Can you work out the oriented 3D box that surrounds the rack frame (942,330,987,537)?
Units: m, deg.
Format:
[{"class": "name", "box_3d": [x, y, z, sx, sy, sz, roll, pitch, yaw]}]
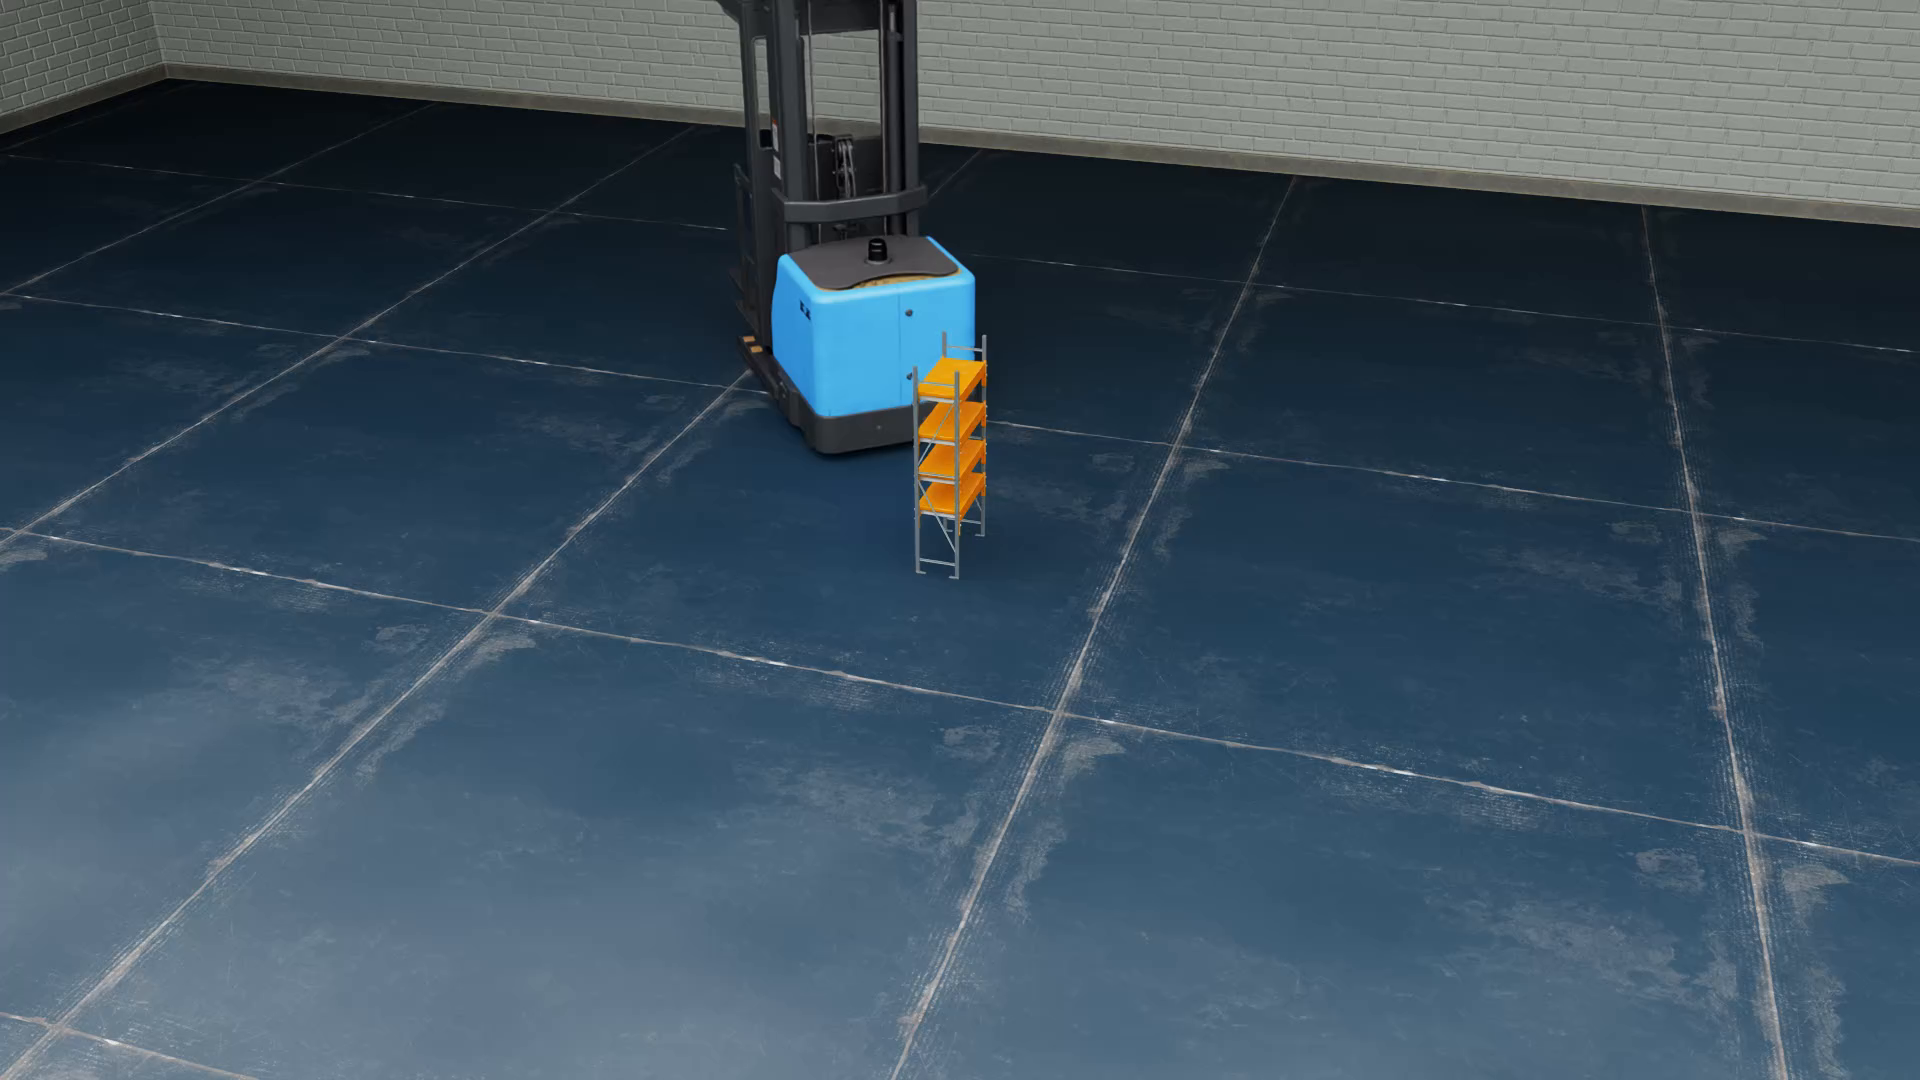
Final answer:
[{"class": "rack frame", "box_3d": [0.023, -0.561, 9.024, 0.240, 1.200, 0.015, 8, 30, 15]}]

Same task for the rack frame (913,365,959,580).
[{"class": "rack frame", "box_3d": [-0.120, -0.334, 8.616, 0.240, 1.200, 0.015, 8, 30, 15]}]

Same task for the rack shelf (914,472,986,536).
[{"class": "rack shelf", "box_3d": [-0.049, -0.215, 8.949, 0.258, 0.148, 0.480, 8, 30, 15]}]

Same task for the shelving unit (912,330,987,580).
[{"class": "shelving unit", "box_3d": [-0.049, -0.447, 8.820, 0.258, 1.200, 0.503, 8, 30, 15]}]

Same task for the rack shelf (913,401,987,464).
[{"class": "rack shelf", "box_3d": [-0.049, -0.584, 8.744, 0.258, 0.148, 0.480, 8, 30, 15]}]

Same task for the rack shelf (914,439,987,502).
[{"class": "rack shelf", "box_3d": [-0.049, -0.389, 8.853, 0.258, 0.148, 0.480, 8, 30, 15]}]

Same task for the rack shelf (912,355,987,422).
[{"class": "rack shelf", "box_3d": [-0.049, -0.791, 8.629, 0.258, 0.148, 0.480, 8, 30, 15]}]

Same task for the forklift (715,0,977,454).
[{"class": "forklift", "box_3d": [-0.893, -2.501, 10.731, 1.130, 2.935, 3.031, -11, 31, -18]}]
